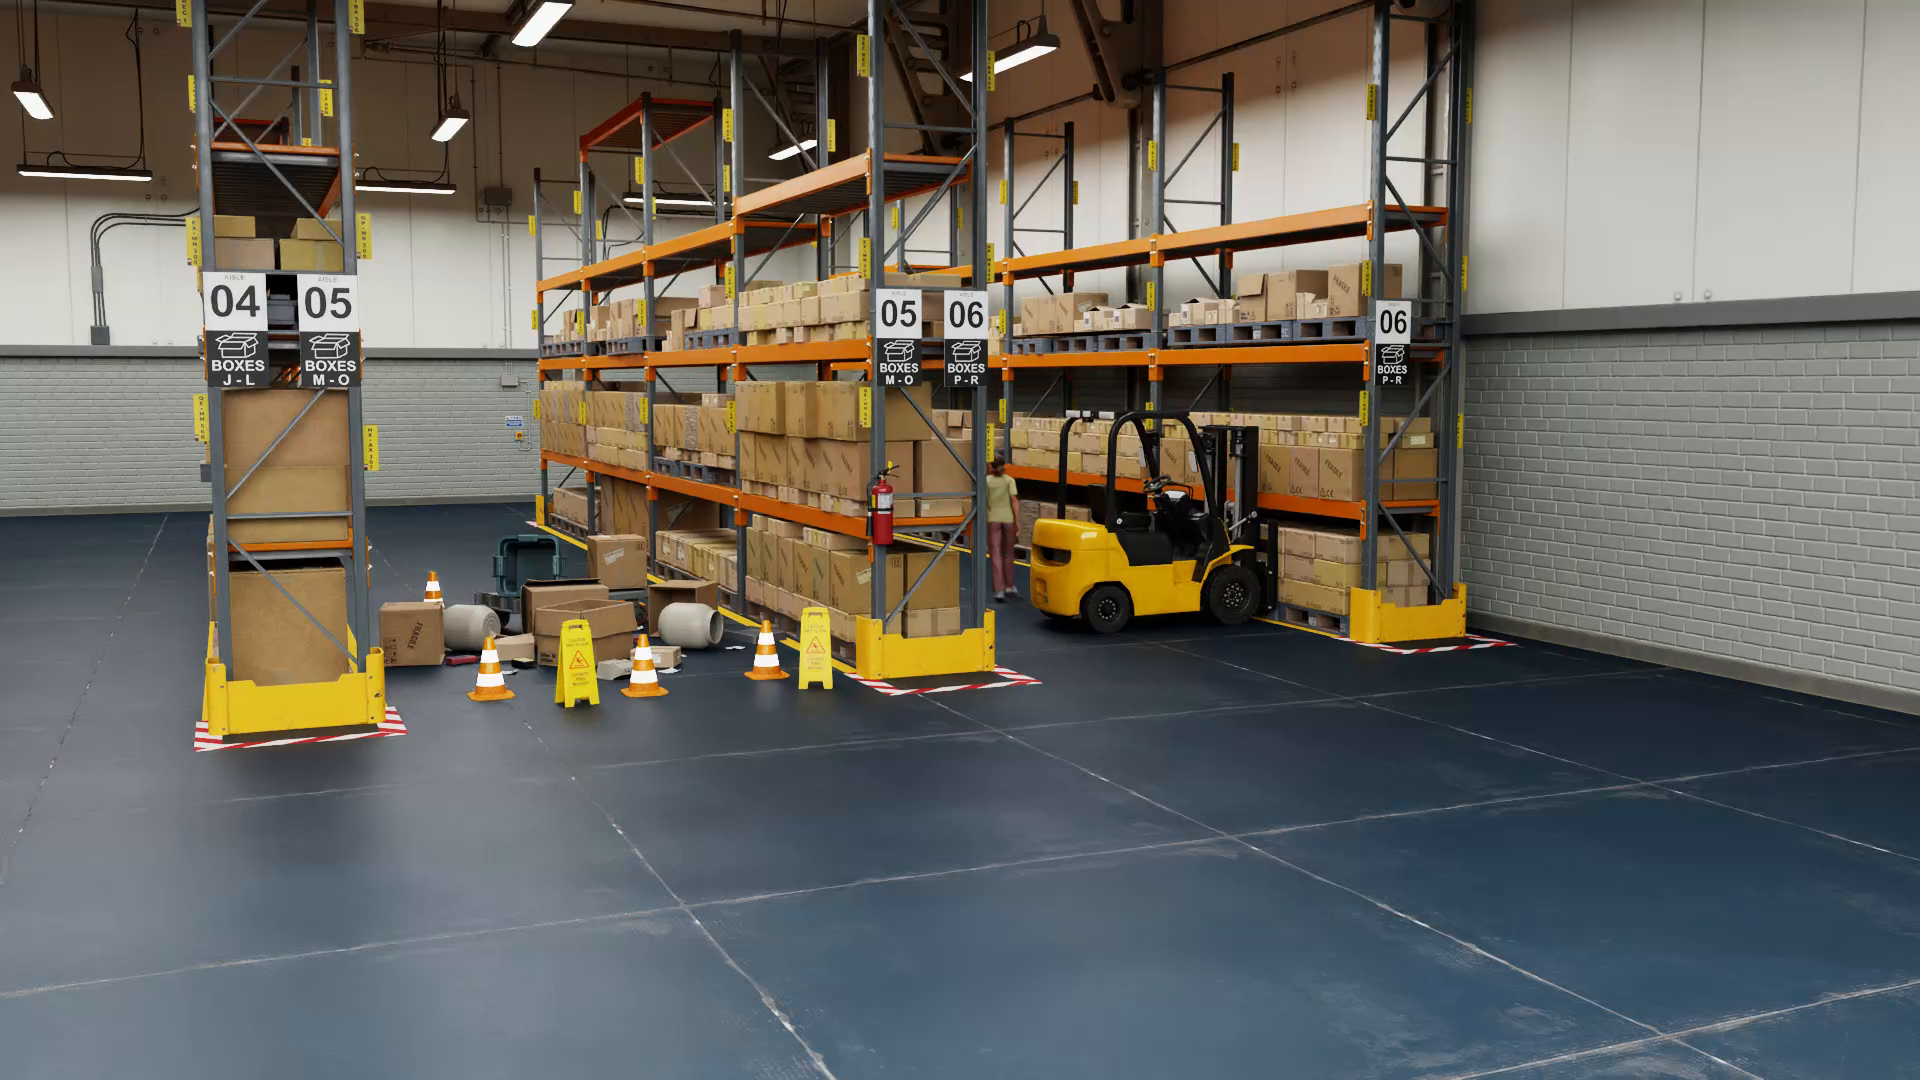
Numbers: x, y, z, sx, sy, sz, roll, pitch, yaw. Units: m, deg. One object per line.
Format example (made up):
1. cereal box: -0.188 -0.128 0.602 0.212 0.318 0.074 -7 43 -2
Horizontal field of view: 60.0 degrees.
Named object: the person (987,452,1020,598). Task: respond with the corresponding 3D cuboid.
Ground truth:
1. person: 0.448 -0.178 18.866 0.522 1.630 0.891 -1 6 -7
